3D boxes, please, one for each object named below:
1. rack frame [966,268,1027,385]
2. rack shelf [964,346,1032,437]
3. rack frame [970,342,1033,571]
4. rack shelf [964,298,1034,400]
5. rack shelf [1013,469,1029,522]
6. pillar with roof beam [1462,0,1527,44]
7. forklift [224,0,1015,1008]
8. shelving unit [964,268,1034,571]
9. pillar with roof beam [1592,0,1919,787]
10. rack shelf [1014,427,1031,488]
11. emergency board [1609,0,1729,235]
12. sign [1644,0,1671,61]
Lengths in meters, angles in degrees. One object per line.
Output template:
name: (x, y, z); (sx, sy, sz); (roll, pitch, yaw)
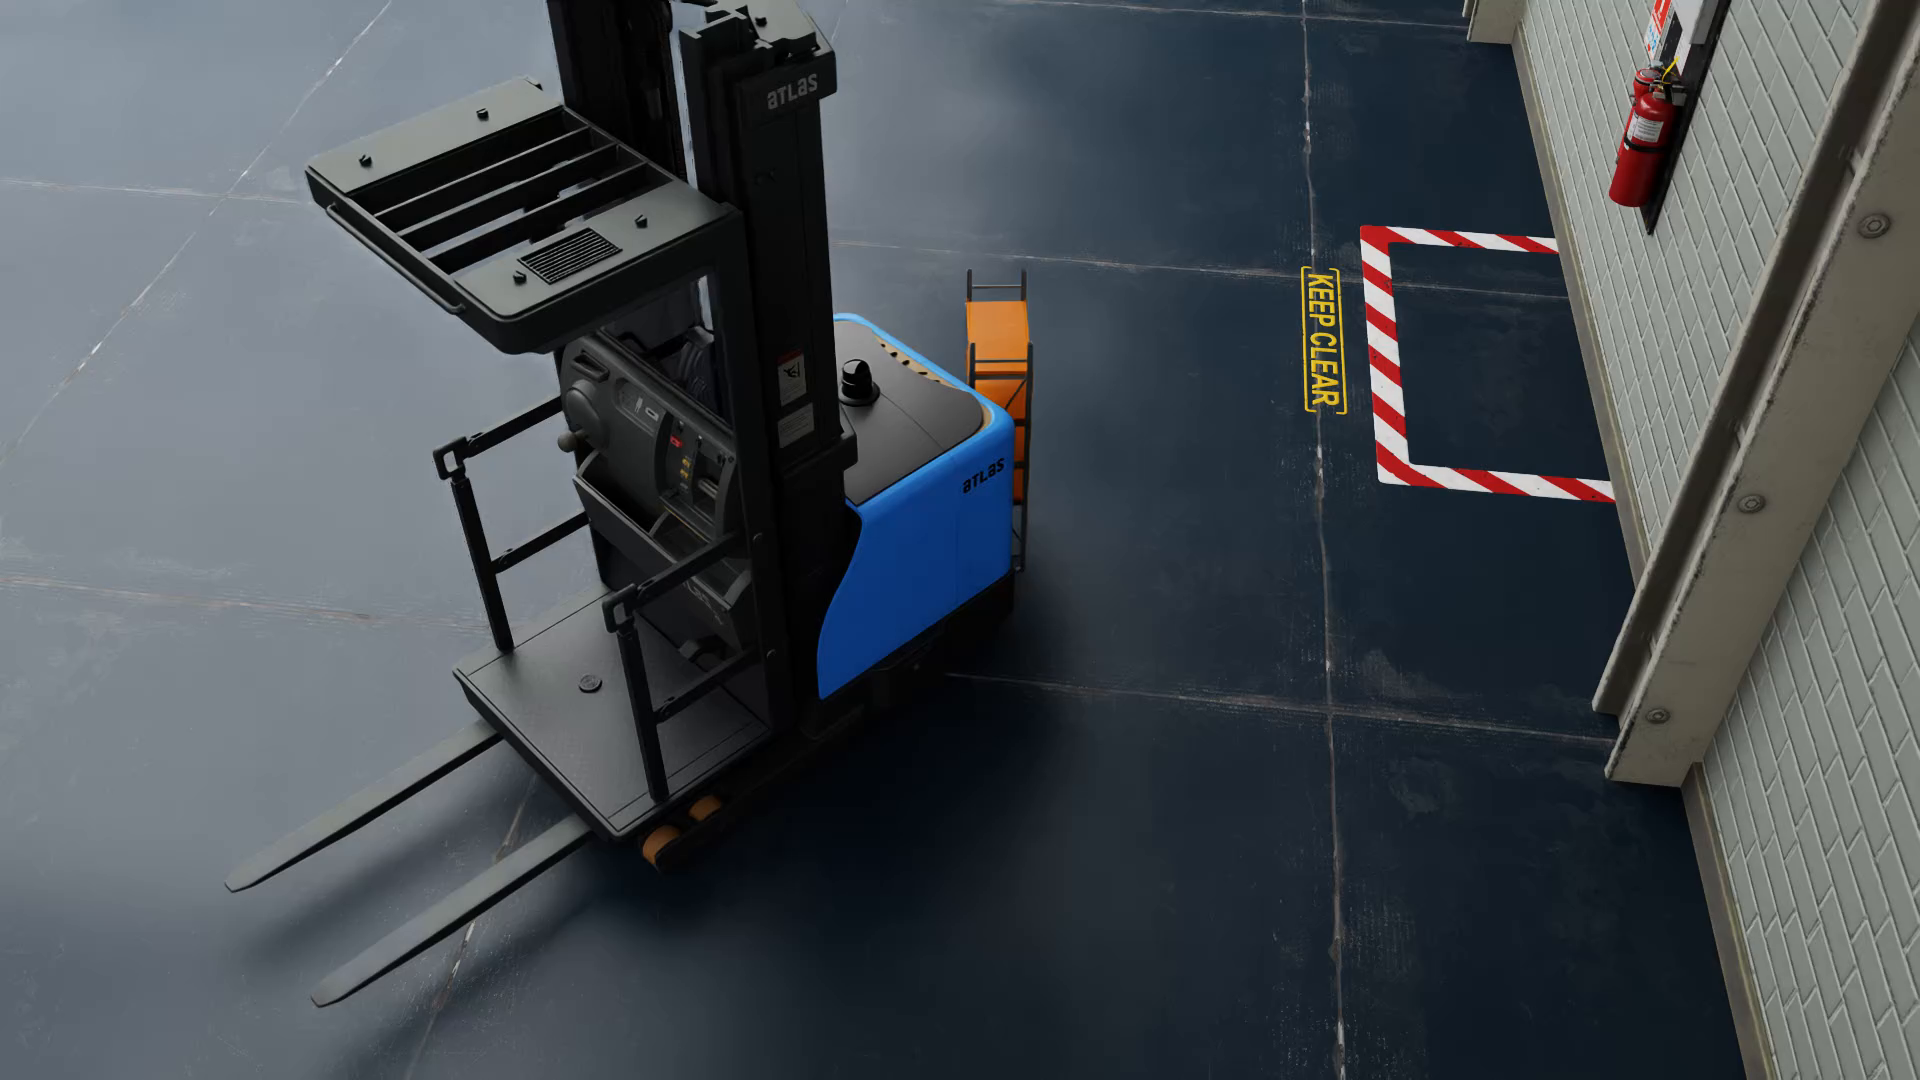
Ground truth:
rack frame: (0.147, -0.644, 7.057); (0.240, 1.200, 0.015); (-1, 43, -1)
rack shelf: (0.152, -0.590, 6.773); (0.258, 0.148, 0.480); (-1, 43, -1)
rack frame: (0.157, -0.309, 6.703); (0.240, 1.200, 0.015); (-1, 43, -1)
rack shelf: (0.152, -0.762, 6.610); (0.258, 0.148, 0.480); (-1, 43, -1)
rack shelf: (0.152, -0.283, 7.063); (0.258, 0.148, 0.480); (-1, 43, -1)
pillar with roof beam: (-0.848, -6.963, 8.059); (9.100, 9.000, 0.400); (5, 44, 6)
forklift: (-1.193, -0.284, 5.418); (3.031, 2.935, 1.130); (-33, 53, -30)
shelving unit: (0.152, -0.476, 6.880); (0.258, 1.200, 0.503); (-1, 43, -1)
pillar with roof beam: (-1.641, -2.874, 3.740); (9.100, 9.000, 0.400); (5, 44, 6)
rack shelf: (0.152, -0.427, 6.927); (0.258, 0.148, 0.480); (-1, 43, -1)
emergency board: (2.990, -1.985, 7.165); (0.194, 1.169, 0.643); (5, 44, 6)
sign: (3.166, -2.365, 7.541); (0.001, 0.329, 0.234); (5, 44, 6)
